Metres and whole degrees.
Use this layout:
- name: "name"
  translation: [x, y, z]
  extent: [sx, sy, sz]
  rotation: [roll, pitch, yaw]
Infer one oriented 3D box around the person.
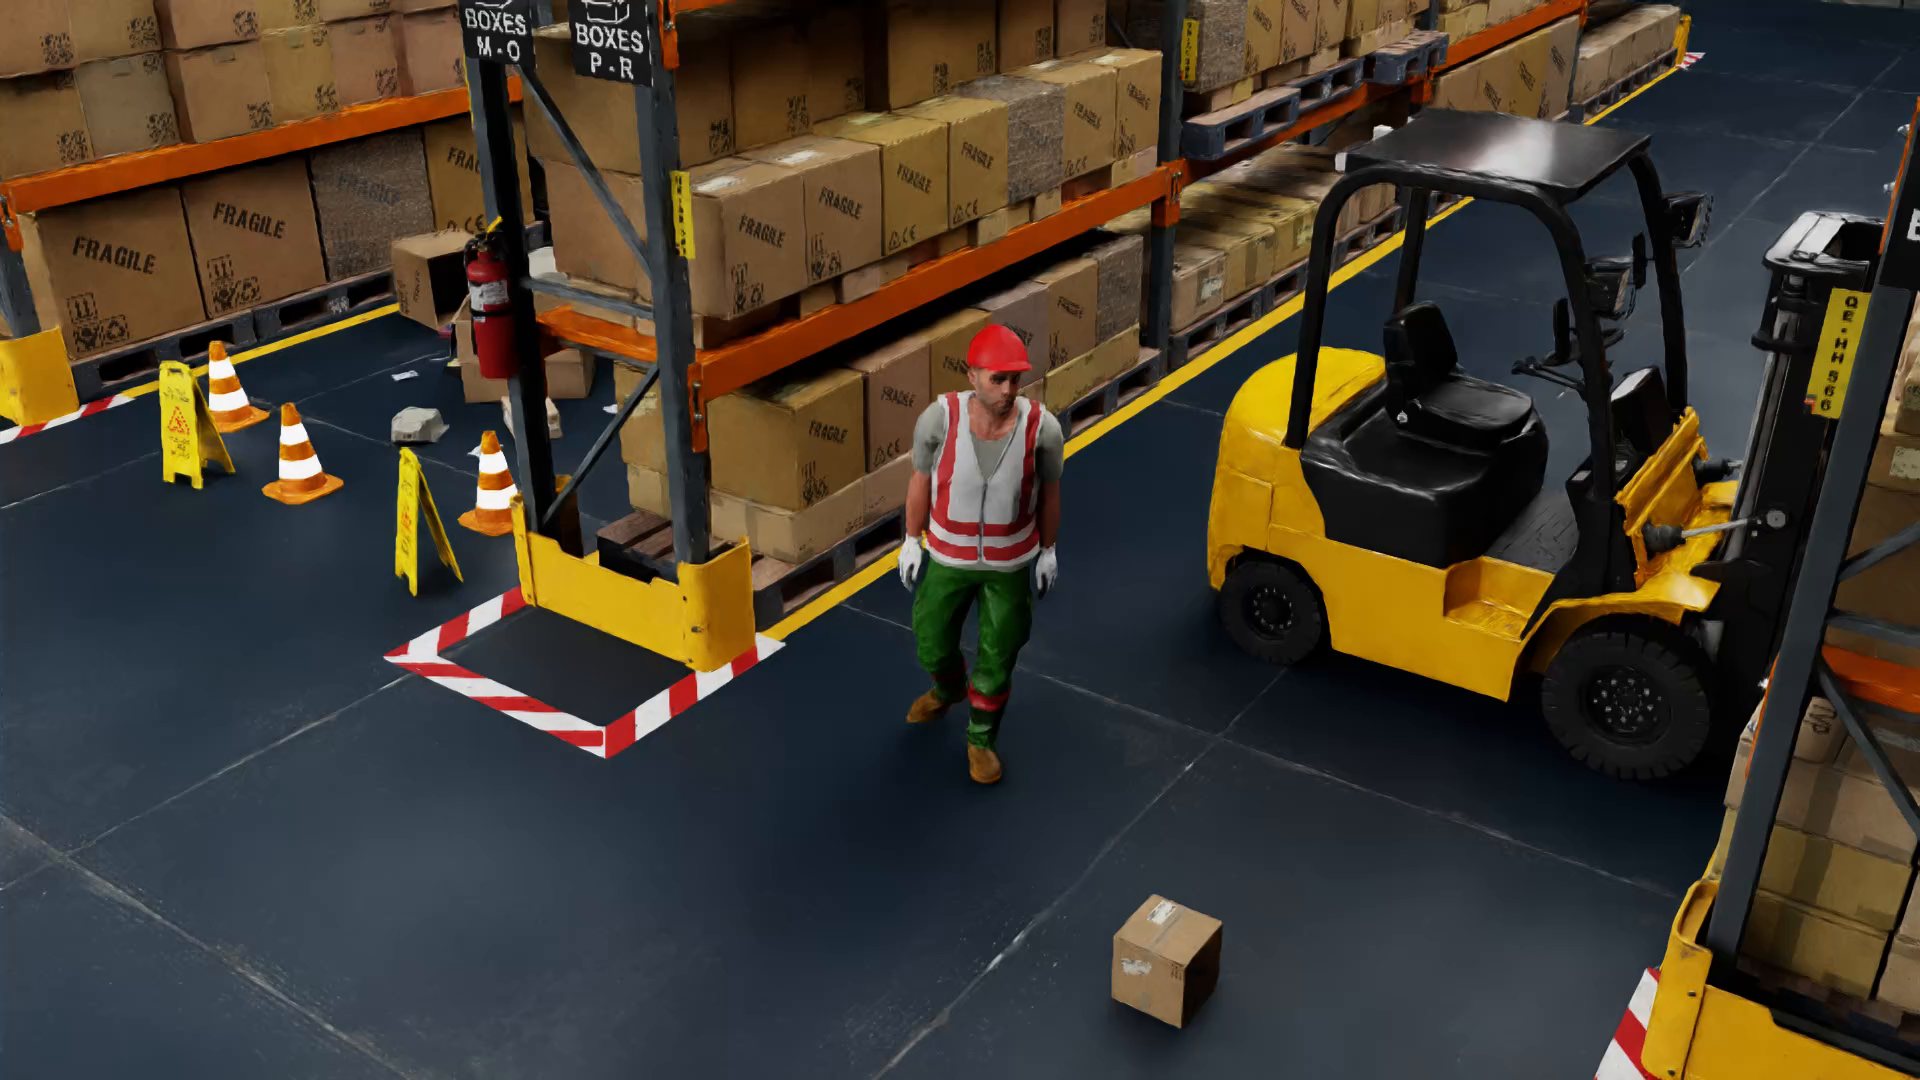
- name: "person"
  translation: [0.071, 0.028, 6.035]
  extent: [0.590, 1.780, 0.566]
  rotation: [1, 27, 1]
